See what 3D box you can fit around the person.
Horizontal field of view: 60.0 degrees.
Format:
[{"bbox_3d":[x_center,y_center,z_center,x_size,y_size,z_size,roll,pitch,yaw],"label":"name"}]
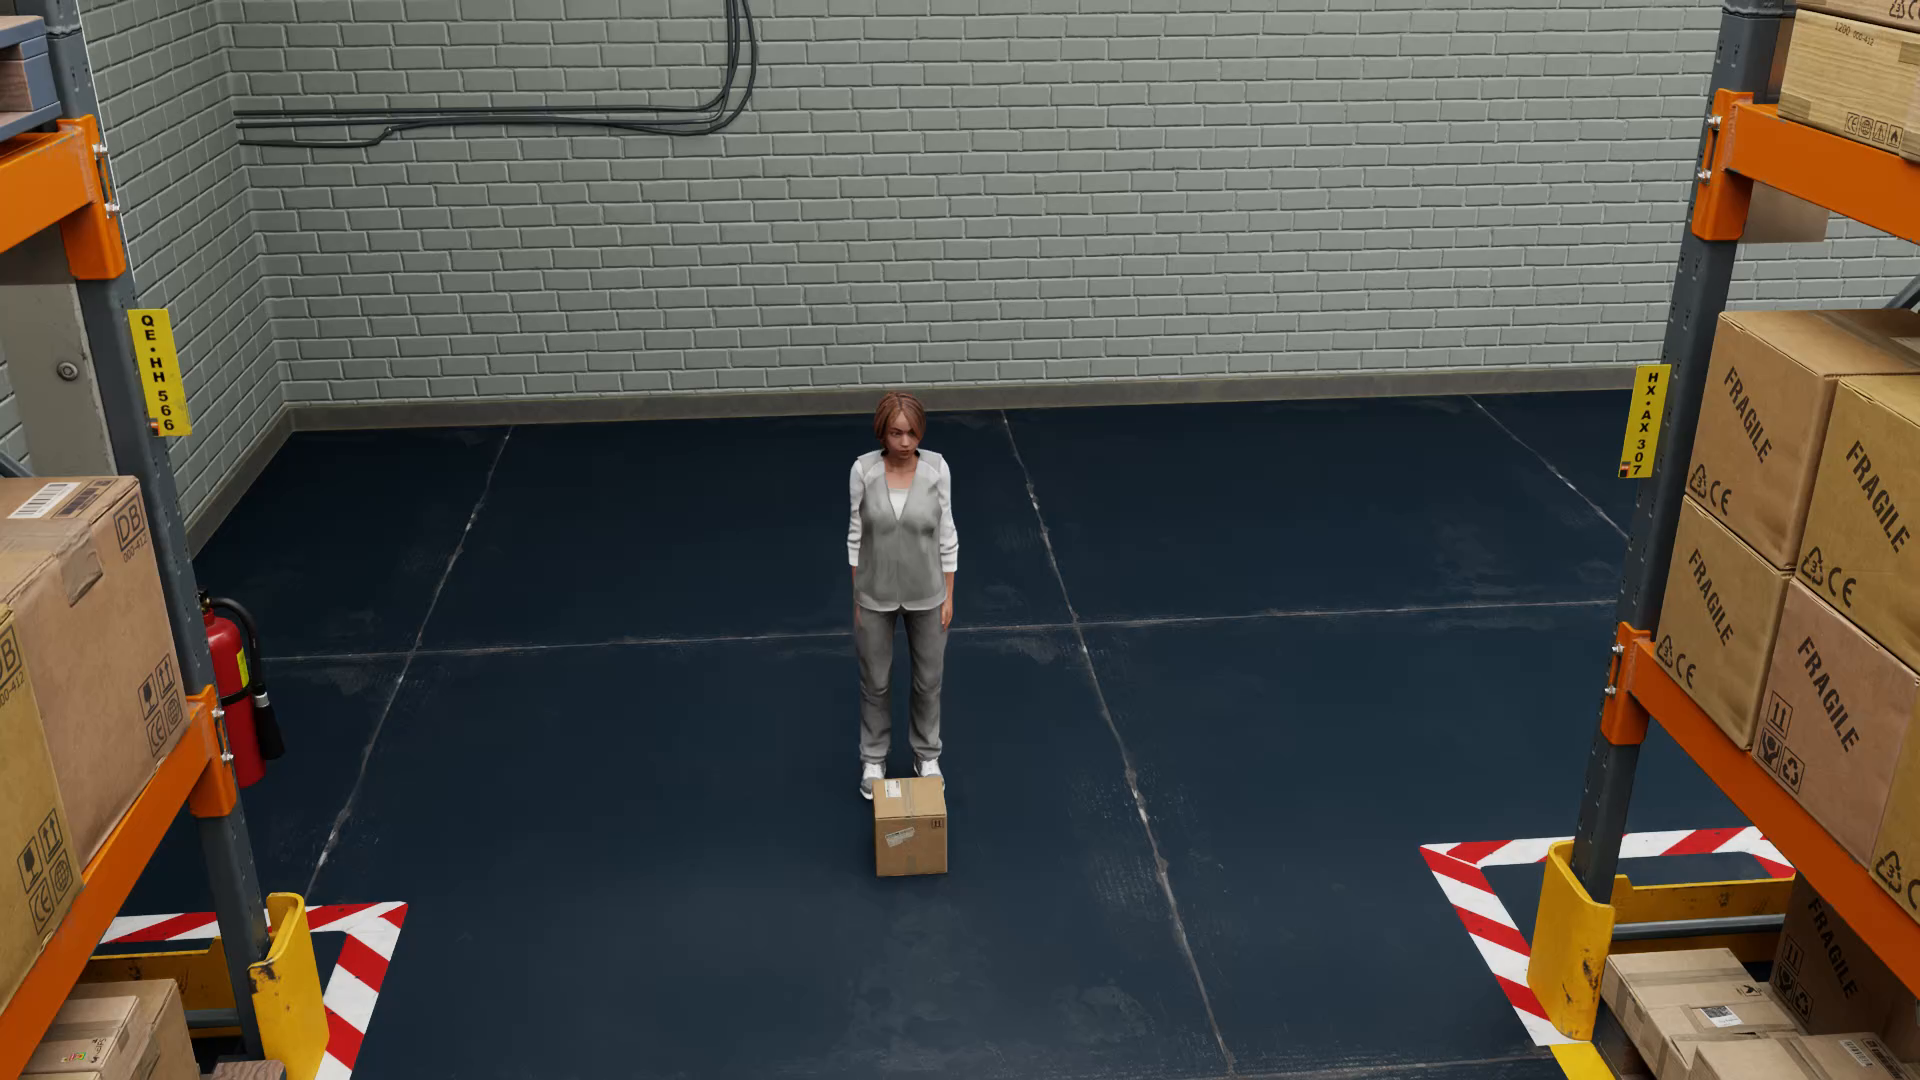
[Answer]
[{"bbox_3d":[-0.207,0.217,6.131,0.405,1.598,0.312,-2,24,-4],"label":"person"}]
